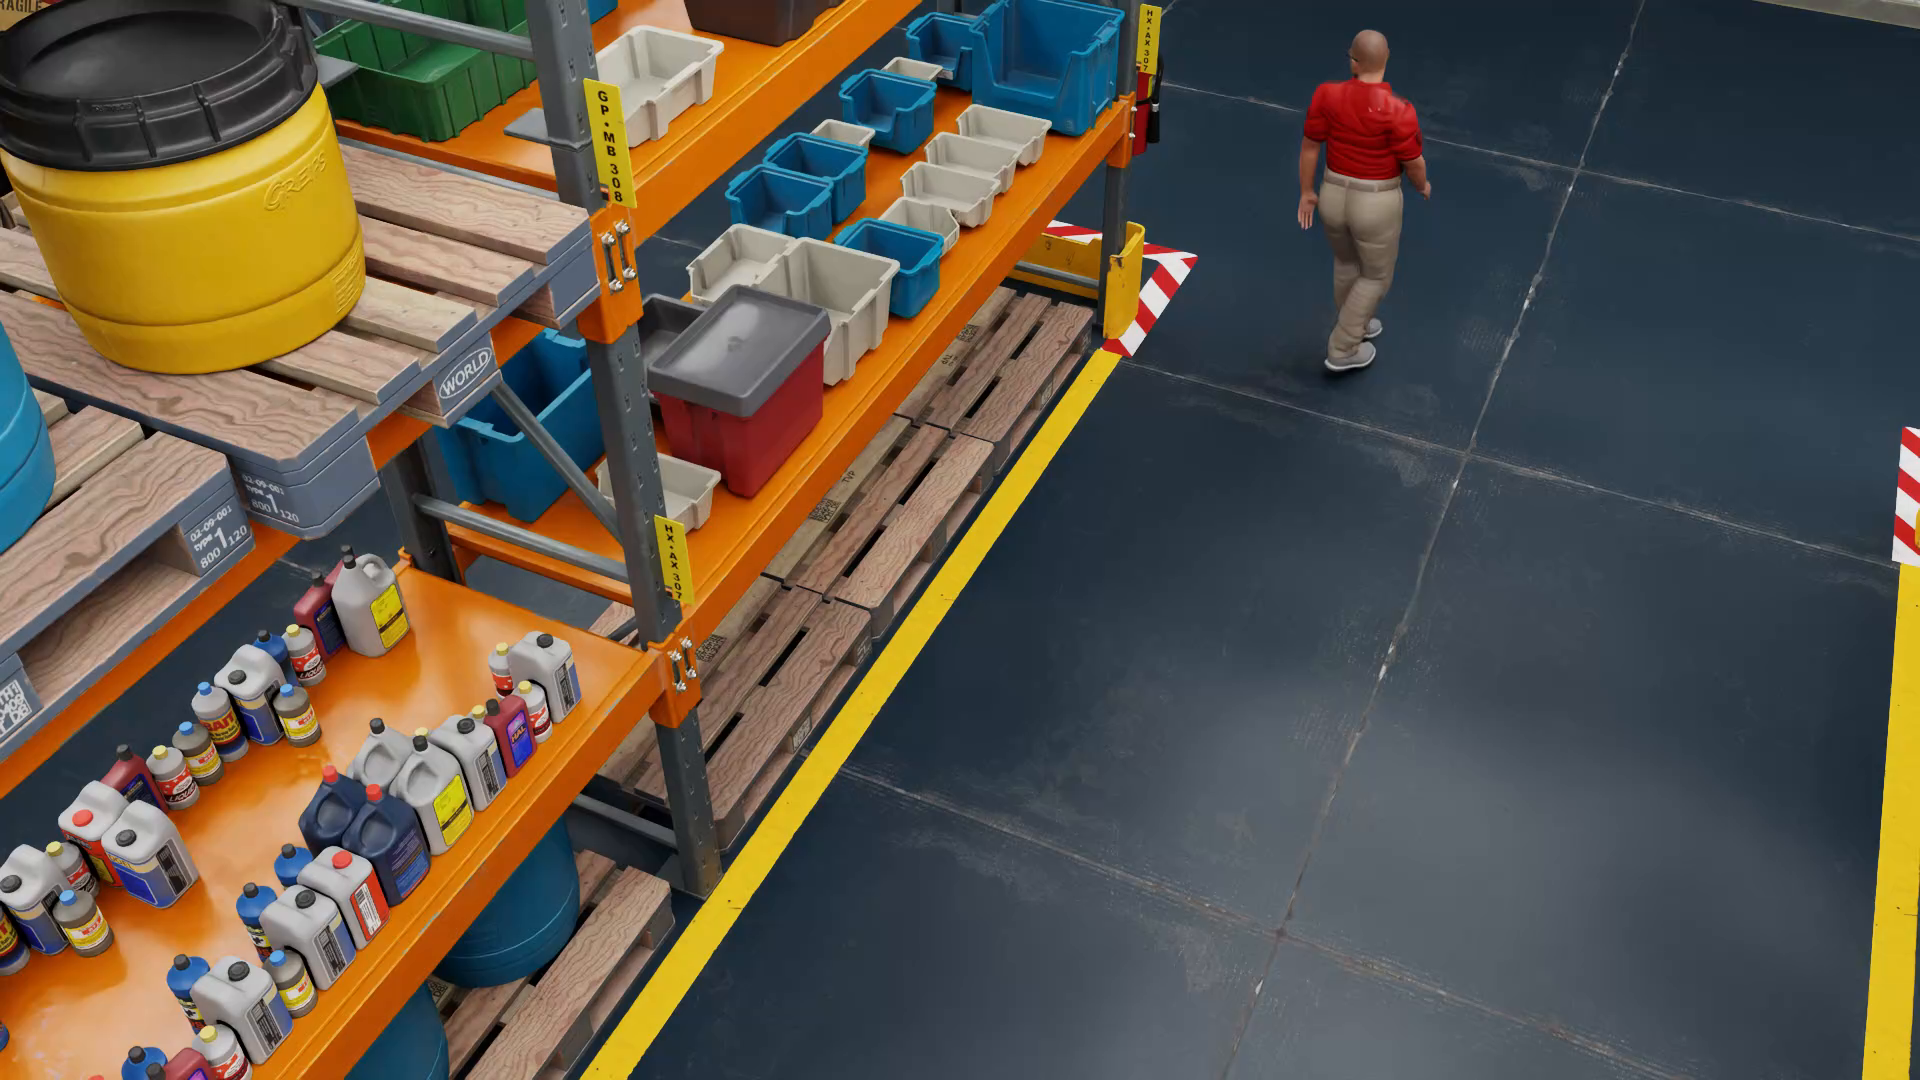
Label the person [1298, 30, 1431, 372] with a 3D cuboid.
[{"bbox_3d":[1.950,-1.650,8.025,0.564,1.744,0.614,31,50,30],"label":"person"}]
